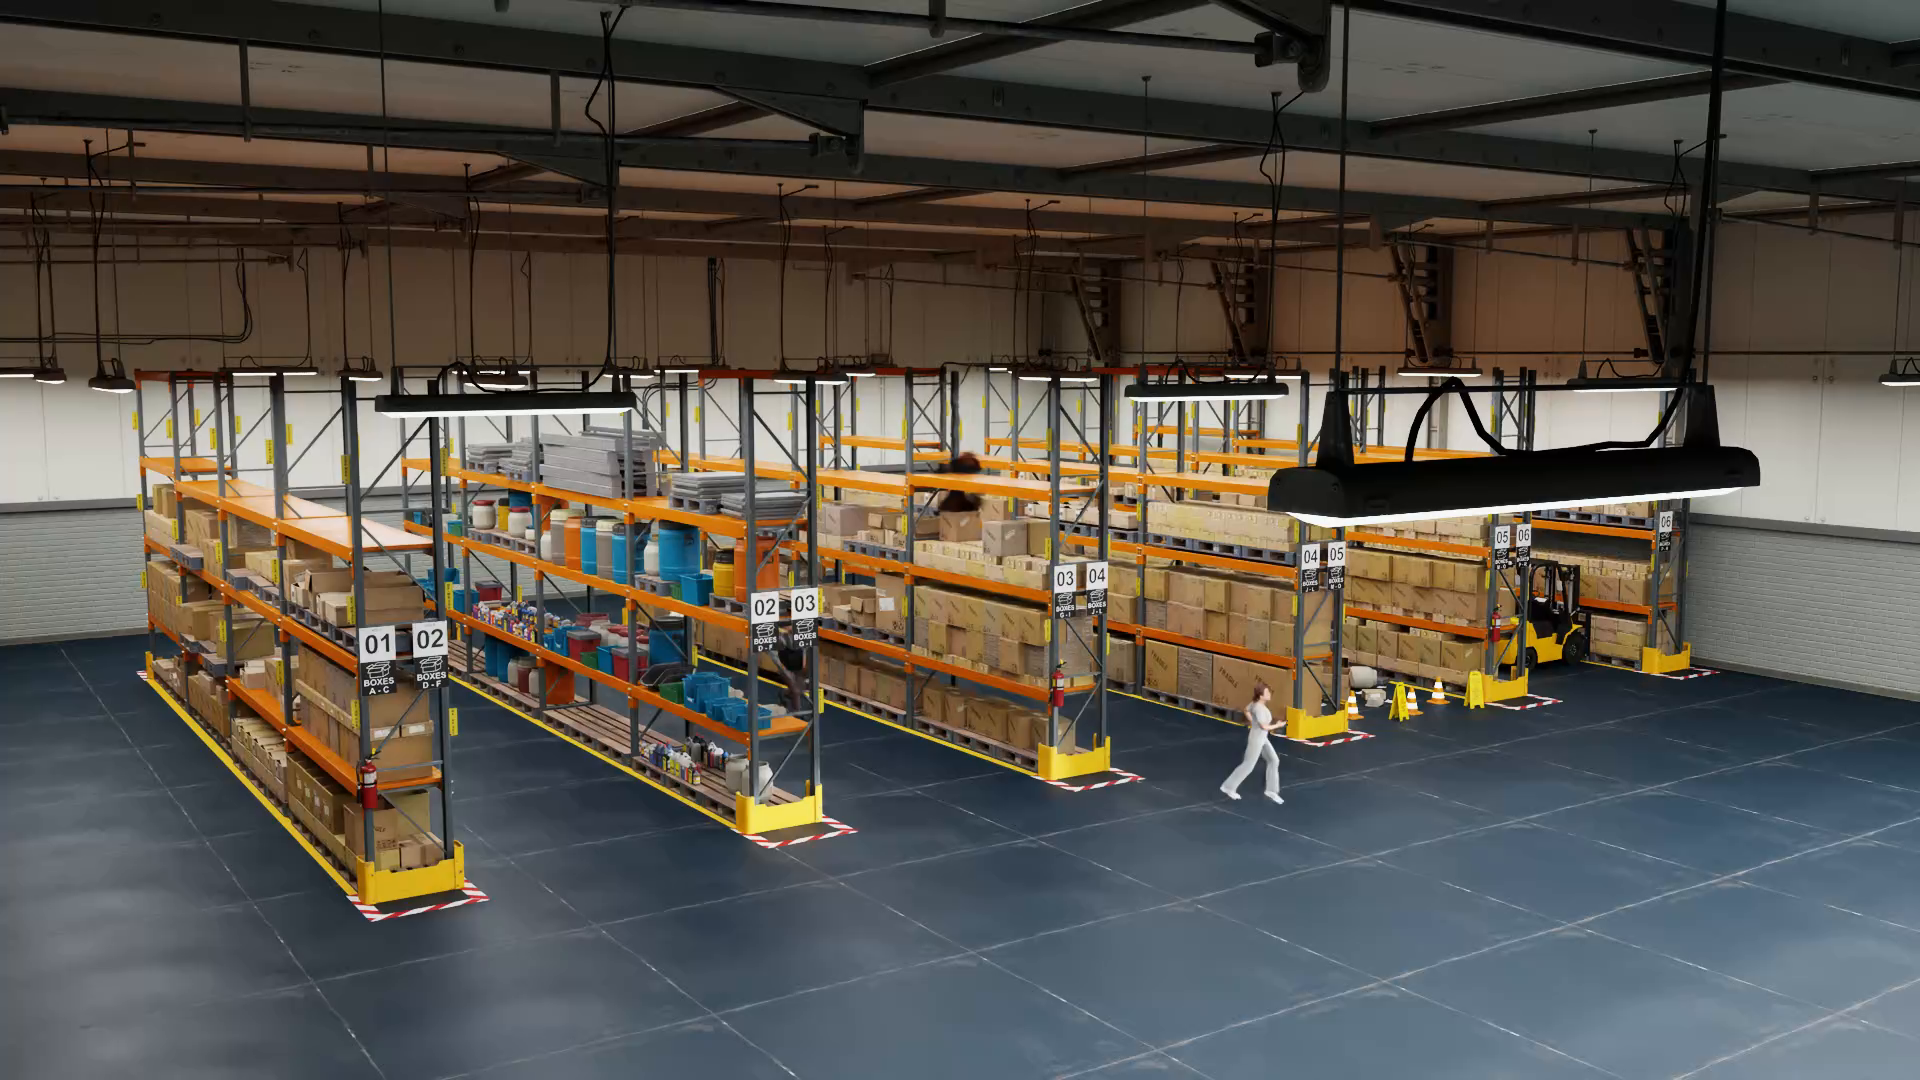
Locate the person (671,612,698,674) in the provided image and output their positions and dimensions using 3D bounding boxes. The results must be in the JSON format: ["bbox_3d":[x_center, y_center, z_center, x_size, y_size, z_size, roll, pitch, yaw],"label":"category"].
[{"bbox_3d":[-5.301,1.891,31.914,0.607,1.651,0.941,-5,8,-39],"label":"person"}]

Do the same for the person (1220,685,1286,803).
[{"bbox_3d":[4.130,2.868,23.401,0.892,1.713,0.574,1,7,11],"label":"person"}]

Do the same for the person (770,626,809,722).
[{"bbox_3d":[-2.798,2.134,27.312,0.684,1.703,0.800,-5,8,-39],"label":"person"}]
